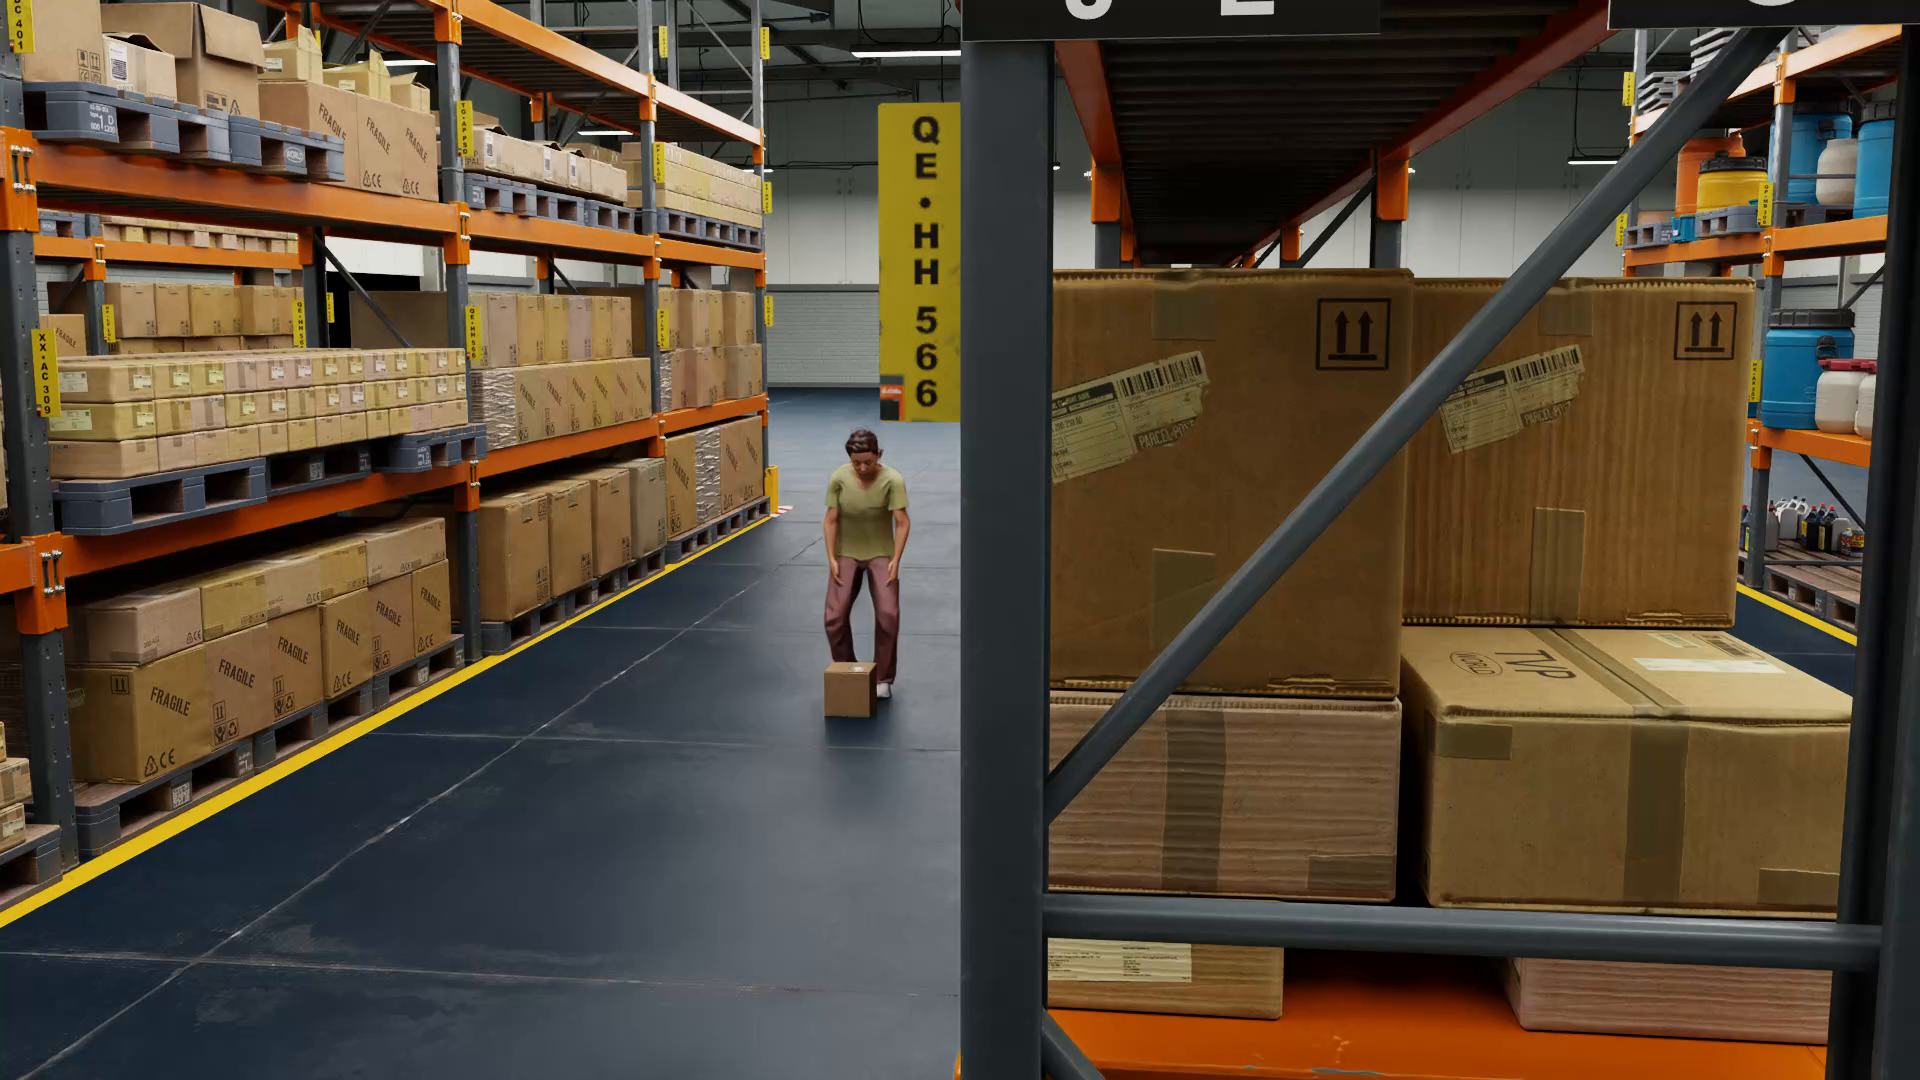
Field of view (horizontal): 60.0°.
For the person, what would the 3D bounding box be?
[{"bbox_3d":[-0.524,0.126,9.424,0.494,1.535,0.511,1,8,7],"label":"person"}]
